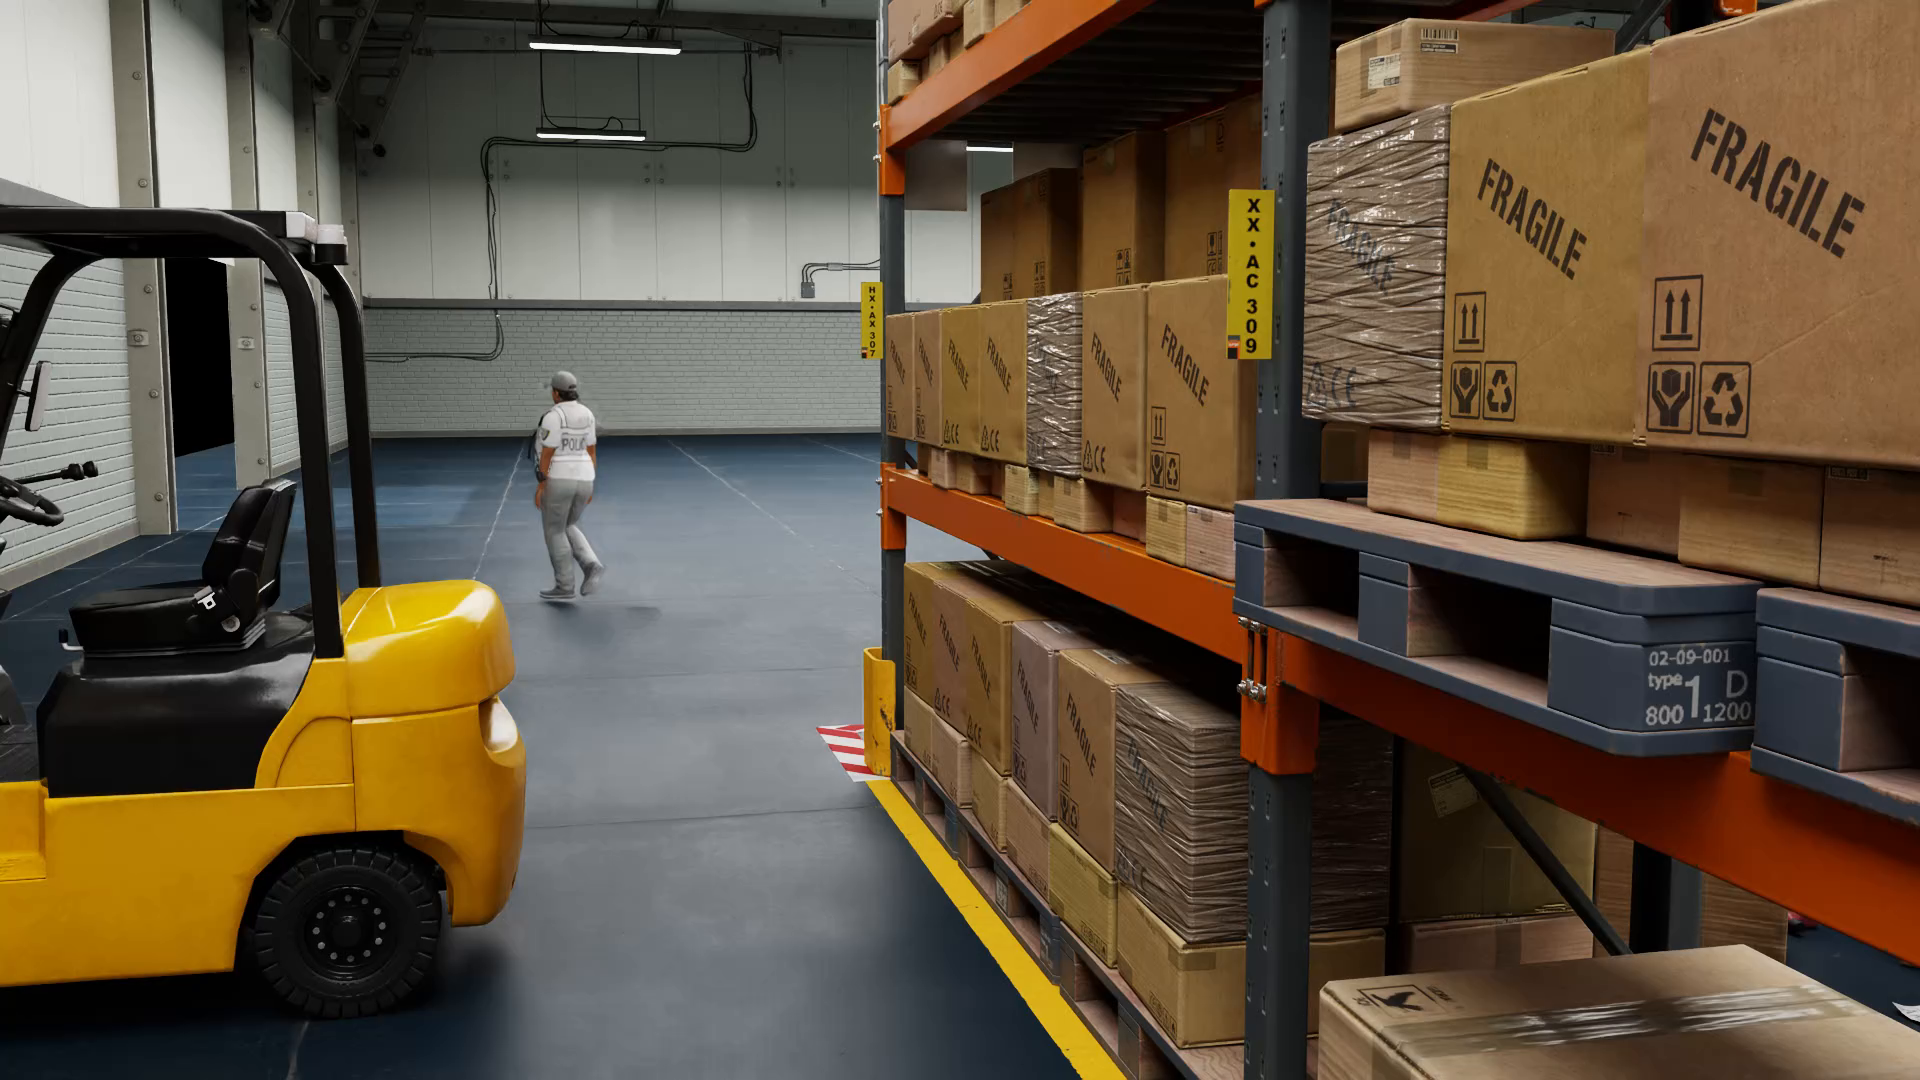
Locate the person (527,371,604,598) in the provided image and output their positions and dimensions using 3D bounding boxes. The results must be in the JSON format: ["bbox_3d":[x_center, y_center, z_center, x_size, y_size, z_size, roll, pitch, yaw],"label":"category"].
[{"bbox_3d":[-2.884,-0.399,12.116,0.467,1.655,0.481,3,7,29],"label":"person"}]
